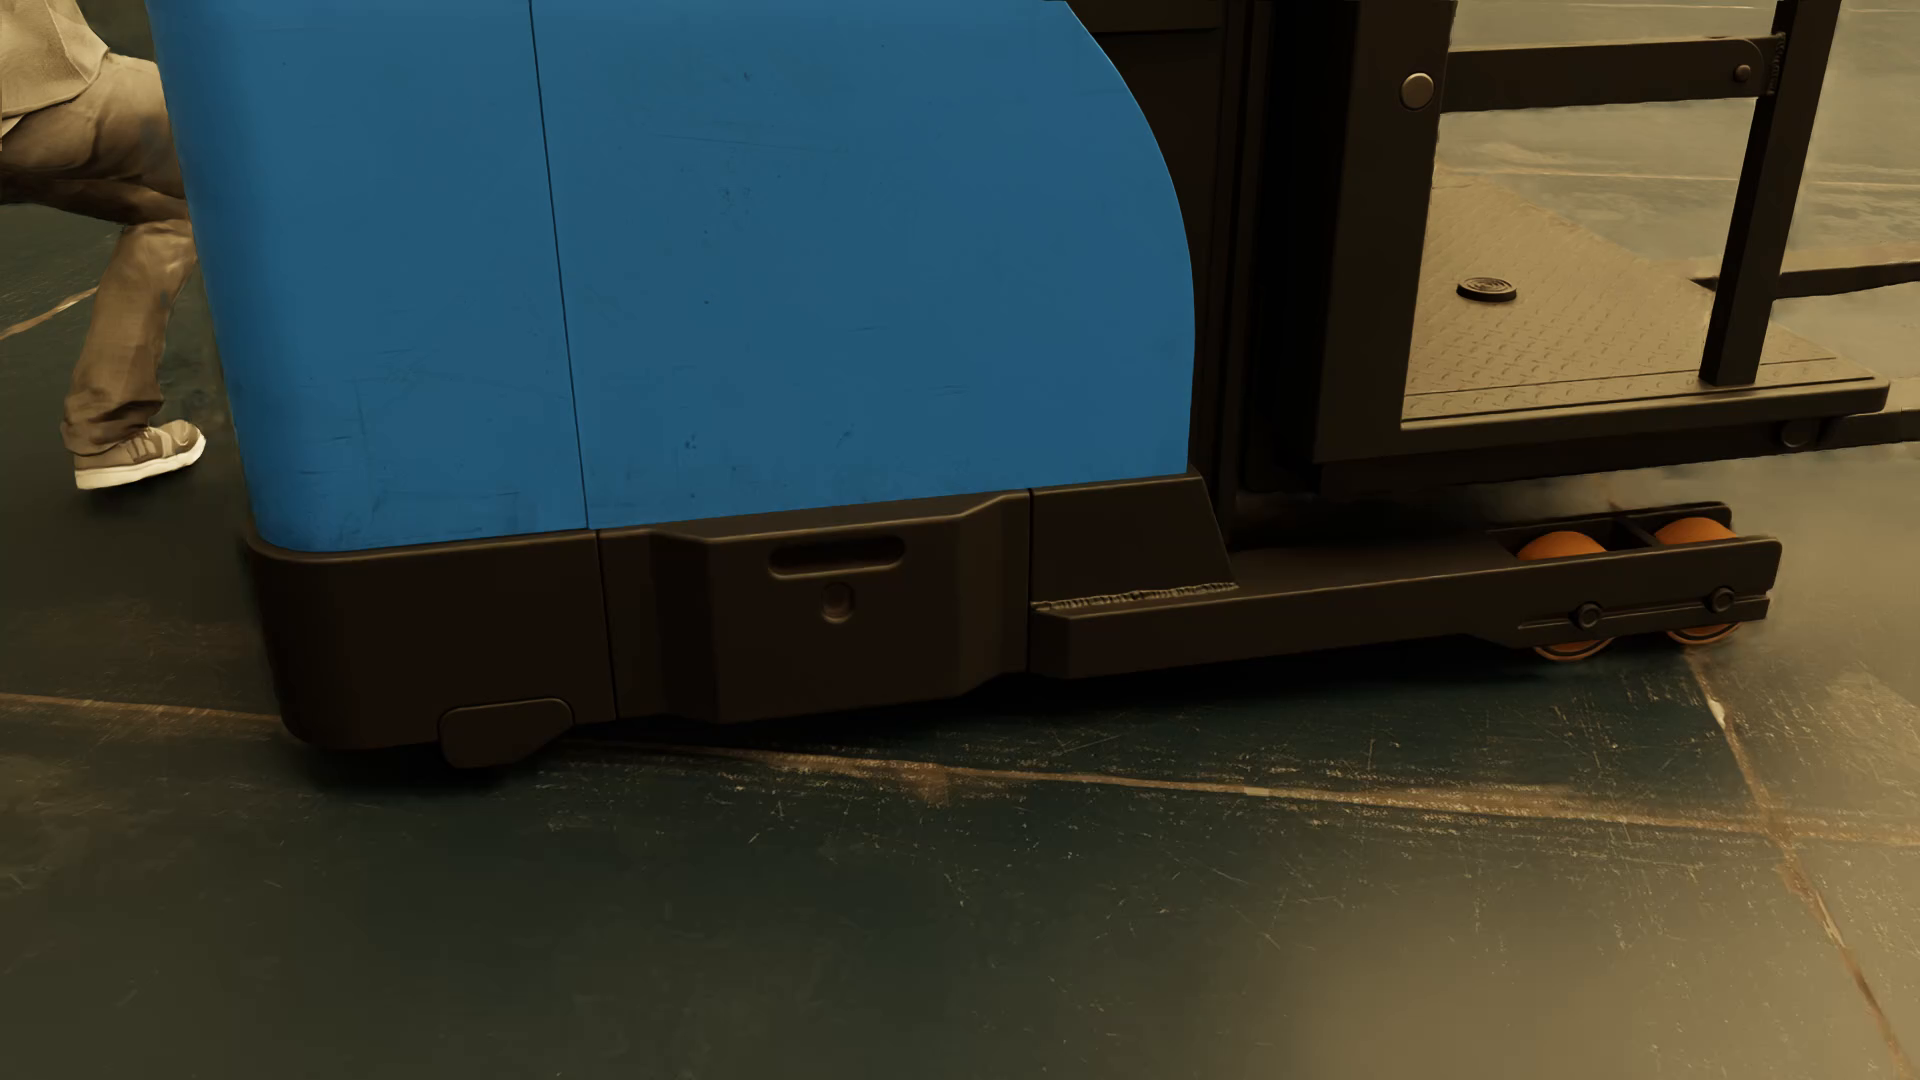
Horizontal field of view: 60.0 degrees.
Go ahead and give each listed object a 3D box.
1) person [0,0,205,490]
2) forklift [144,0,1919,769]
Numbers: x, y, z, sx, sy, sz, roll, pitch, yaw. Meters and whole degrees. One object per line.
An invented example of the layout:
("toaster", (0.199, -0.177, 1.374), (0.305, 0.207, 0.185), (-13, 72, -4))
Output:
("person", (-1.299, -0.737, 2.494), (1.309, 1.328, 0.723), (6, 27, 11))
("forklift", (0.598, -1.378, 1.978), (3.031, 2.935, 1.130), (-6, 27, -11))
